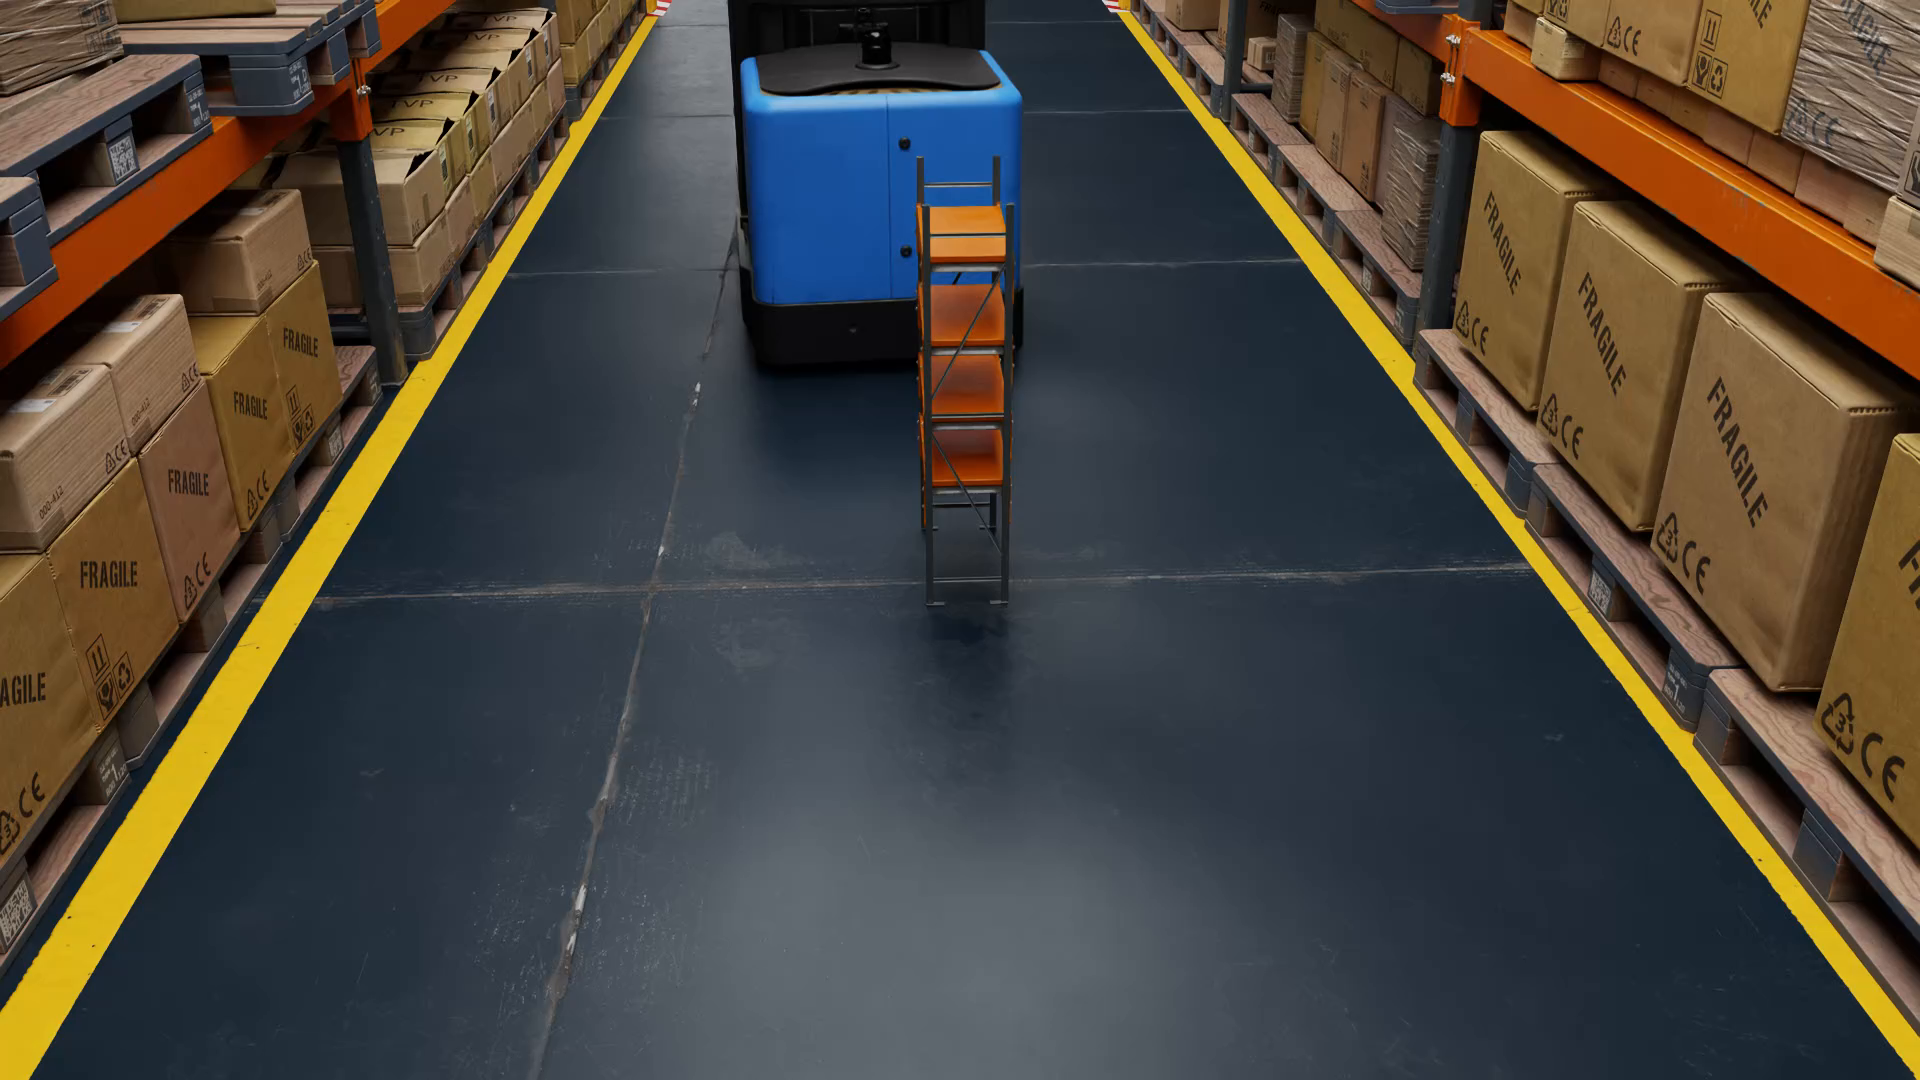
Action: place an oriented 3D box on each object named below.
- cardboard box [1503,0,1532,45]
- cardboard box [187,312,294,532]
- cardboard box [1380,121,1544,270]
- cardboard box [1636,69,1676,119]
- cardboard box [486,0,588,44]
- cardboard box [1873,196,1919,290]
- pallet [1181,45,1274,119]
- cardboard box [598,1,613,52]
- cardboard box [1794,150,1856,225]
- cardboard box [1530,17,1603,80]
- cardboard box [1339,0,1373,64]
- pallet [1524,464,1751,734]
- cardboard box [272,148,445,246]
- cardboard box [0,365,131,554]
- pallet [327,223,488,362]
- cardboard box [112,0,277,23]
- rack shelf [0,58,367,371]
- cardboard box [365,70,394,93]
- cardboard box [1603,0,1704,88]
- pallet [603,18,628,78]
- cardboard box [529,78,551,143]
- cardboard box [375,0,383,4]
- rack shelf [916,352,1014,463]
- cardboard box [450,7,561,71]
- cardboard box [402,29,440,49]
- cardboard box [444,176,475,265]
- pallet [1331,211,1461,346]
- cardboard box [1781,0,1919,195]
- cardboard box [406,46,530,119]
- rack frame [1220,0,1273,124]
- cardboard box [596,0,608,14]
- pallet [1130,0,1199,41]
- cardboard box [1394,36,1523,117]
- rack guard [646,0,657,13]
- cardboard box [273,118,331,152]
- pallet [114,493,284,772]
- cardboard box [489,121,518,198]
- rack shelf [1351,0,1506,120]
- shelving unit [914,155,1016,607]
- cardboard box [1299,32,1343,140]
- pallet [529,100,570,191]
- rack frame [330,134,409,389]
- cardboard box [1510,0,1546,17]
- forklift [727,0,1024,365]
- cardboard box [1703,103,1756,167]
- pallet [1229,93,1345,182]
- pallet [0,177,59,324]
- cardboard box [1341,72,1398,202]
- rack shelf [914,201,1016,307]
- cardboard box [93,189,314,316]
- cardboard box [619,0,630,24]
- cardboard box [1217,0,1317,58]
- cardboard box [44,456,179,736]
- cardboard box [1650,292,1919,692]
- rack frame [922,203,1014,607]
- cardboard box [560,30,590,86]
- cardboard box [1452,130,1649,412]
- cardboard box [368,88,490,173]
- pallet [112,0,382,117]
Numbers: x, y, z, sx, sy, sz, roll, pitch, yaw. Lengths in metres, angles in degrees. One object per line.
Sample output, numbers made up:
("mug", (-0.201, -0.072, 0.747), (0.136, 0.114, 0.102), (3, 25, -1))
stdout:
("cardboard box", (2.094, -1.786, 5.681), (0.380, 0.149, 0.250), (-2, 28, -3))
("cardboard box", (-2.329, -0.346, 4.898), (0.500, 0.500, 0.500), (-2, 28, -5))
("cardboard box", (2.218, -1.464, 7.041), (0.700, 0.500, 0.500), (-1, 28, -2))
("cardboard box", (2.186, -1.312, 4.772), (0.380, 0.149, 0.250), (-1, 28, -2))
("cardboard box", (-2.559, -3.293, 10.029), (0.500, 0.500, 0.500), (-1, 28, -3))
("cardboard box", (2.139, -0.603, 3.413), (0.380, 0.149, 0.250), (-1, 28, -3))
("pallet", (2.029, -2.966, 10.709), (1.003, 0.211, 1.213), (-1, 28, -3))
("cardboard box", (-2.611, -3.423, 11.088), (0.500, 0.250, 0.500), (-1, 28, -3))
("cardboard box", (2.194, -0.834, 3.855), (0.380, 0.149, 0.250), (-2, 28, -4))
("cardboard box", (2.028, -1.545, 5.218), (0.380, 0.149, 0.250), (-1, 28, -1))
("cardboard box", (2.212, -2.530, 8.273), (0.500, 0.250, 0.500), (-2, 28, -4))
("pallet", (2.335, 0.118, 4.795), (1.003, 0.211, 1.213), (-1, 28, -3))
("cardboard box", (-2.373, -1.390, 6.583), (0.500, 0.311, 0.500), (0, 28, -1))
("cardboard box", (-2.264, -0.188, 3.783), (0.500, 0.250, 0.500), (-1, 28, -3))
("pallet", (-2.643, -1.070, 7.073), (1.003, 0.211, 1.213), (-1, 28, -3))
("cardboard box", (-2.493, -1.867, 5.024), (0.700, 0.500, 0.500), (-11, 29, -20))
("rack shelf", (-2.534, -0.682, 4.093), (1.077, 0.370, 4.000), (-1, 28, -3))
("cardboard box", (-2.993, -2.081, 7.909), (0.500, 0.311, 0.500), (-1, 28, -1))
("cardboard box", (2.121, -1.530, 4.488), (0.500, 0.500, 0.500), (-2, 28, -3))
("pallet", (-2.914, -3.469, 11.673), (1.003, 0.211, 1.213), (-1, 28, -3))
("cardboard box", (-2.512, -2.321, 8.976), (0.500, 0.250, 0.500), (-2, 28, -3))
("cardboard box", (-2.492, -2.303, 6.519), (0.500, 0.311, 0.500), (-2, 28, -3))
("rack shelf", (0.009, -0.396, 4.857), (0.258, 0.148, 0.480), (-1, 28, -3))
("cardboard box", (-2.540, -2.808, 9.303), (0.500, 0.311, 0.500), (-1, 28, -3))
("cardboard box", (-3.054, -2.560, 8.827), (0.500, 0.311, 0.500), (-2, 28, -3))
("cardboard box", (-2.400, -1.373, 7.158), (0.500, 0.250, 0.500), (-2, 28, -4))
("pallet", (2.269, -1.171, 7.267), (1.003, 0.211, 1.213), (-1, 28, -3))
("cardboard box", (2.187, -1.059, 3.585), (0.500, 0.500, 0.500), (-1, 28, -3))
("cardboard box", (-2.483, -2.337, 8.400), (0.500, 0.311, 0.500), (-1, 28, -3))
("rack frame", (2.099, -3.893, 9.471), (1.000, 3.000, 0.127), (-1, 28, -3))
("cardboard box", (-2.611, -3.755, 10.915), (0.500, 0.500, 0.500), (-1, 28, -3))
("pallet", (1.901, -4.093, 12.870), (1.003, 0.211, 1.213), (-1, 28, -3))
("cardboard box", (2.251, -2.061, 7.375), (0.500, 0.250, 0.500), (-1, 28, -2))
("rack guard", (-3.058, -4.522, 13.380), (1.175, 0.500, 0.348), (-1, 28, -3))
("cardboard box", (-2.946, -1.616, 7.018), (0.500, 0.311, 0.500), (-2, 28, -3))
("pallet", (-2.577, 0.219, 4.601), (1.003, 0.211, 1.213), (-1, 28, -3))
("cardboard box", (-2.459, -1.850, 8.072), (0.500, 0.250, 0.500), (-1, 28, -2))
("rack shelf", (2.204, -2.651, 7.867), (1.077, 0.370, 4.000), (-1, 28, -3))
("shelving unit", (0.009, -0.456, 4.826), (0.258, 1.200, 0.503), (-1, 28, -3))
("cardboard box", (2.231, -2.403, 8.842), (0.700, 0.500, 0.500), (-2, 28, -4))
("pallet", (-2.770, -2.197, 9.233), (1.003, 0.211, 1.213), (-1, 28, -3))
("rack frame", (-2.639, -1.925, 5.697), (1.000, 3.000, 0.127), (-1, 28, -3))
("cardboard box", (2.078, -2.001, 5.391), (0.500, 0.500, 0.500), (-1, 28, -1))
("forklift", (-0.472, -2.629, 7.122), (1.130, 2.935, 3.031), (-4, 28, -7))
("cardboard box", (2.185, -1.078, 4.323), (0.380, 0.149, 0.250), (-1, 28, -2))
("pallet", (2.141, -2.298, 9.427), (1.003, 0.211, 1.213), (-1, 28, -3))
("pallet", (-2.363, -0.364, 2.912), (1.003, 0.211, 1.213), (-1, 28, -3))
("cardboard box", (2.253, -1.934, 7.941), (0.700, 0.500, 0.500), (-2, 28, -3))
("rack shelf", (0.009, -0.804, 4.644), (0.258, 0.148, 0.480), (-1, 28, -3))
("cardboard box", (-2.348, -0.892, 5.133), (0.500, 0.250, 0.500), (0, 28, -1))
("cardboard box", (-2.667, -3.884, 11.973), (0.500, 0.250, 0.500), (-1, 28, -3))
("cardboard box", (2.005, -3.459, 10.865), (0.500, 0.500, 0.500), (-3, 28, -7))
("cardboard box", (-2.269, 0.129, 3.986), (0.500, 0.500, 0.500), (-1, 28, -2))
("cardboard box", (2.304, -0.140, 4.144), (0.750, 0.750, 0.750), (-1, 28, -1))
("rack frame", (0.021, -0.343, 4.610), (0.240, 1.200, 0.015), (-1, 28, -3))
("cardboard box", (-2.569, -2.961, 10.202), (0.500, 0.250, 0.500), (-1, 28, -3))
("cardboard box", (2.215, -0.937, 5.672), (0.750, 0.750, 0.750), (-2, 28, -3))
("cardboard box", (-2.433, -1.868, 7.500), (0.500, 0.311, 0.500), (-2, 28, -4))
("pallet", (-2.533, -1.529, 5.144), (1.213, 0.211, 1.003), (-1, 28, -3))
